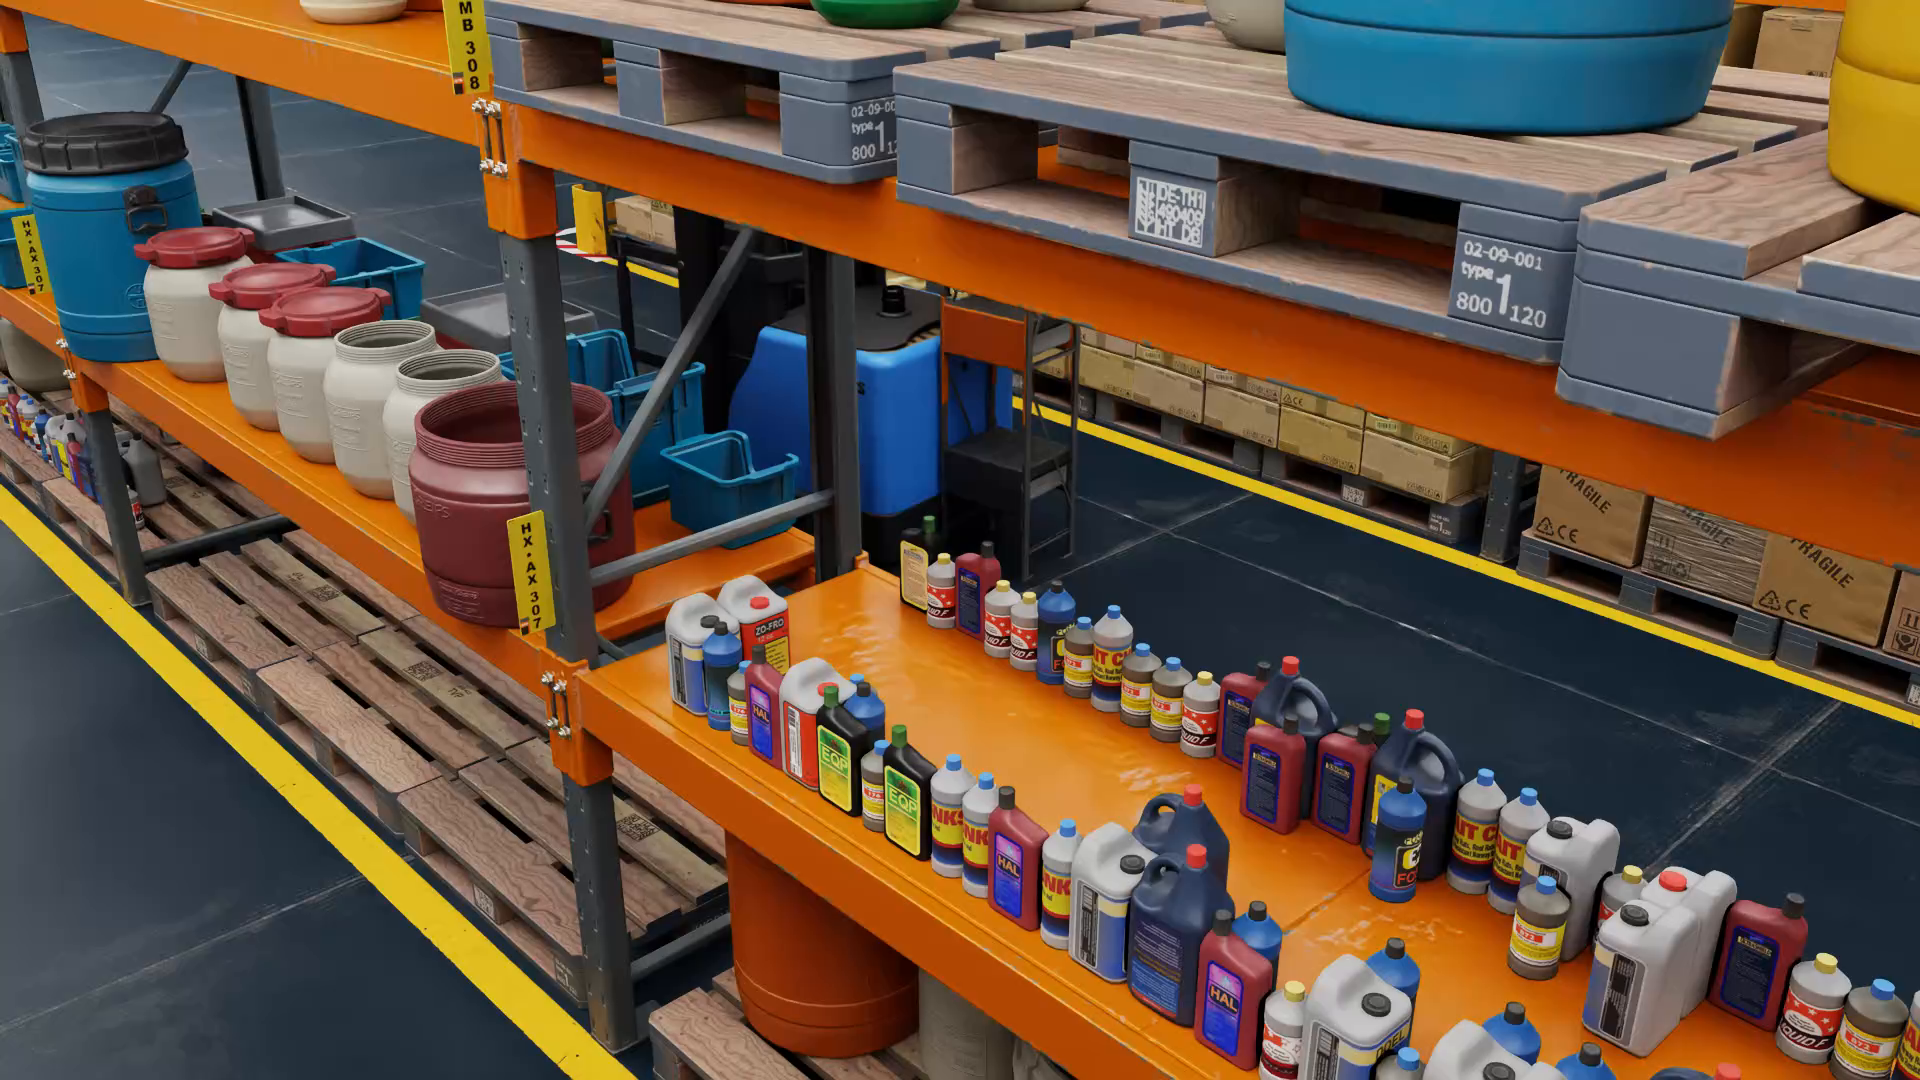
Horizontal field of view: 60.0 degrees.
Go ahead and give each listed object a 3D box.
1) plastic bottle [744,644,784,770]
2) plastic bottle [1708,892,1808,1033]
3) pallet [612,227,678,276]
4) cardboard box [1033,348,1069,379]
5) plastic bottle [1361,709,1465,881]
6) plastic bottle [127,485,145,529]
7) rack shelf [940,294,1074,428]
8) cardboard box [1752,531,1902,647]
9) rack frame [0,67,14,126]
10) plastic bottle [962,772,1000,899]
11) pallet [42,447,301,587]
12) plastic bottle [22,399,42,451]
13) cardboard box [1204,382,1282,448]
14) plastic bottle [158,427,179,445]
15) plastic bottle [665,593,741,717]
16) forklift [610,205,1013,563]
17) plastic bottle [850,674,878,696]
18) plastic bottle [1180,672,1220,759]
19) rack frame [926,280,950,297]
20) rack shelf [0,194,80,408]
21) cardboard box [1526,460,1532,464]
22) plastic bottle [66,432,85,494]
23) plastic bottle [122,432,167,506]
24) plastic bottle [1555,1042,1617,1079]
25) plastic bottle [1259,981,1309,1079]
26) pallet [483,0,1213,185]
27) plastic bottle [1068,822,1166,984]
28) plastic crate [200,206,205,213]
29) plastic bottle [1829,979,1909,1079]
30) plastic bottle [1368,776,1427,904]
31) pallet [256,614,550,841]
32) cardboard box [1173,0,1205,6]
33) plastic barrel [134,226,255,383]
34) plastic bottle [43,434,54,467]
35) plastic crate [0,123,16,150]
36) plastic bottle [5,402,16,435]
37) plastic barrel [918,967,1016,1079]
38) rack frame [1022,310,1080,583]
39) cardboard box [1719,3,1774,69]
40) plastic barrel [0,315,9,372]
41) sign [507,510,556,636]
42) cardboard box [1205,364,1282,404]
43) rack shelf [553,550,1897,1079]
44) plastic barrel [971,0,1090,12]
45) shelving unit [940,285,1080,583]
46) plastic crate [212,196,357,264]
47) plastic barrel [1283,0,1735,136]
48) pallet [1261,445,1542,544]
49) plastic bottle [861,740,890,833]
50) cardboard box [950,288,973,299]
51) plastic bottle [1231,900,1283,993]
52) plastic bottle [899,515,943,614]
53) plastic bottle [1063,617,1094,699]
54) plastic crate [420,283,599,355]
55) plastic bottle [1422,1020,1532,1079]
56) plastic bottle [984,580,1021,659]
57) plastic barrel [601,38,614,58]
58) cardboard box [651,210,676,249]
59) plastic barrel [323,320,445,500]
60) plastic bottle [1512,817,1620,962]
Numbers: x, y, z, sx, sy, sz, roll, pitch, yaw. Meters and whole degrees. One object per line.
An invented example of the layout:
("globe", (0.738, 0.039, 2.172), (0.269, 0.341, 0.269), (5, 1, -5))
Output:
("plastic bottle", (-0.446, 0.391, 3.920), (0.061, 0.283, 0.133), (-21, 32, -38))
("plastic bottle", (1.490, 0.766, 3.097), (0.061, 0.283, 0.133), (-21, 32, -38))
("pallet", (-1.994, -2.337, 13.118), (1.003, 0.211, 1.213), (-21, 32, -38))
("cardboard box", (0.630, -1.206, 10.086), (0.500, 0.250, 0.500), (-20, 31, -37))
("plastic bottle", (0.968, 0.529, 3.535), (0.144, 0.351, 0.185), (-21, 32, -38))
("plastic bottle", (-3.907, -0.158, 7.824), (0.097, 0.201, 0.097), (0, 25, 0))
("rack shelf", (0.230, -0.870, 7.661), (0.480, 0.518, 0.431), (18, 30, 35))
("cardboard box", (3.725, 0.065, 6.975), (0.500, 0.500, 0.500), (-22, 32, -39))
("rack frame", (-6.165, -2.421, 9.943), (1.000, 3.000, 0.127), (-21, 32, -38))
("plastic bottle", (0.053, 0.607, 3.461), (0.097, 0.271, 0.097), (0, 25, 0))
("pallet", (-3.860, -0.156, 8.338), (1.003, 0.211, 1.213), (-21, 32, -38))
("plastic bottle", (-4.851, -0.608, 8.726), (0.097, 0.271, 0.097), (0, 25, 0))
("cardboard box", (1.687, -0.740, 9.065), (0.500, 0.250, 0.500), (-20, 31, -37))
("plastic bottle", (-4.191, -0.669, 8.854), (0.152, 0.276, 0.135), (-21, 32, -38))
("plastic bottle", (-0.638, 0.282, 4.168), (0.152, 0.276, 0.135), (-21, 32, -38))
("forklift", (-1.182, -1.708, 8.462), (3.031, 2.935, 1.130), (19, 30, 35))
("plastic bottle", (-0.243, 0.415, 3.966), (0.097, 0.201, 0.097), (0, 25, 0))
("plastic bottle", (0.580, 0.411, 3.975), (0.097, 0.201, 0.097), (0, 25, 0))
("rack frame", (0.187, -2.613, 10.365), (1.000, 3.000, 0.127), (-21, 32, -38))
("rack shelf", (-4.798, -1.488, 8.764), (1.077, 0.370, 4.000), (-21, 32, -38))
("cardboard box", (2.777, -0.584, 8.722), (0.500, 0.250, 0.500), (-21, 32, -39))
("plastic bottle", (-4.355, -0.383, 8.218), (0.061, 0.283, 0.133), (-19, 30, -35))
("plastic bottle", (-3.977, -0.359, 8.083), (0.144, 0.351, 0.185), (-21, 32, -38))
("plastic bottle", (1.015, 0.941, 2.729), (0.097, 0.271, 0.097), (0, 25, 0))
("plastic bottle", (0.587, 0.875, 2.957), (0.097, 0.201, 0.097), (0, 25, 0))
("pallet", (-0.246, -1.017, 3.478), (1.003, 0.211, 1.213), (-21, 32, -38))
("plastic bottle", (0.310, 0.702, 3.247), (0.152, 0.276, 0.135), (-21, 32, -38))
("plastic crate", (-4.153, -1.604, 8.408), (0.450, 0.188, 0.662), (-21, 32, -38))
("plastic bottle", (1.622, 0.873, 2.961), (0.097, 0.201, 0.097), (0, 25, 0))
("plastic bottle", (0.909, 0.613, 3.448), (0.097, 0.271, 0.097), (0, 25, 0))
("pallet", (-2.028, 0.656, 6.558), (1.003, 0.211, 1.213), (-21, 32, -38))
("cardboard box", (2.214, -4.820, 14.454), (0.500, 0.500, 0.500), (-20, 31, -37))
("plastic barrel", (-2.937, -0.919, 6.487), (0.433, 0.535, 0.433), (0, 25, 0))
("plastic bottle", (-4.643, -0.484, 8.539), (0.097, 0.201, 0.097), (0, 25, 0))
("plastic crate", (-5.605, -2.287, 9.828), (0.499, 0.251, 0.616), (-21, 32, -38))
("plastic bottle", (-5.083, -0.679, 8.966), (0.097, 0.201, 0.097), (0, 25, 0))
("plastic barrel", (0.101, 1.232, 4.426), (0.421, 0.512, 0.421), (0, 25, 0))
("rack frame", (0.420, -0.819, 7.516), (0.015, 2.100, 0.400), (18, 30, 35))
("cardboard box", (5.338, -3.564, 11.798), (0.700, 0.500, 0.500), (-21, 32, -38))
("plastic barrel", (-5.660, -1.303, 9.983), (0.421, 0.512, 0.421), (0, 25, 0))
("sign", (-1.094, 0.086, 4.250), (0.100, 0.325, 0.005), (-21, 32, -38))
("cardboard box", (1.680, -0.995, 8.948), (0.500, 0.311, 0.500), (-21, 32, -39))
("rack shelf", (0.670, 0.936, 3.452), (1.077, 0.370, 4.000), (-21, 32, -38))
("plastic barrel", (0.143, -1.207, 3.328), (0.301, 0.262, 0.301), (0, 25, 0))
("shelving unit", (0.230, -0.883, 7.655), (0.503, 2.100, 0.431), (18, 30, 35))
("plastic crate", (-2.877, -1.179, 7.142), (0.402, 0.464, 0.583), (-21, 32, -38))
("plastic barrel", (0.758, -1.043, 2.199), (0.600, 0.901, 0.708), (-21, 32, -38))
("pallet", (2.387, -0.393, 8.858), (1.003, 0.211, 1.213), (-21, 32, -38))
("plastic bottle", (-0.171, 0.539, 3.693), (0.097, 0.201, 0.097), (0, 25, 0))
("cardboard box", (0.288, -1.613, 10.302), (0.500, 0.311, 0.500), (-21, 32, -38))
("plastic bottle", (0.540, 0.786, 3.069), (0.097, 0.271, 0.097), (0, 25, 0))
("plastic bottle", (-0.109, 0.057, 4.651), (0.061, 0.283, 0.133), (-21, 32, -38))
("plastic bottle", (0.313, 0.293, 4.233), (0.097, 0.201, 0.097), (0, 25, 0))
("plastic crate", (-1.578, -0.603, 5.881), (0.402, 0.464, 0.583), (-21, 32, -38))
("plastic bottle", (0.845, 0.939, 2.727), (0.152, 0.276, 0.135), (-21, 32, -38))
("plastic bottle", (0.114, 0.204, 4.427), (0.097, 0.201, 0.097), (0, 25, 0))
("plastic barrel", (-0.903, -1.352, 4.172), (0.294, 0.245, 0.294), (0, 25, 0))
("cardboard box", (-1.998, -2.389, 12.680), (0.500, 0.250, 0.500), (-21, 32, -38))
("plastic barrel", (-1.844, -0.427, 5.437), (0.421, 0.512, 0.421), (0, 25, 0))
("plastic bottle", (1.207, 0.672, 3.313), (0.152, 0.276, 0.135), (-21, 32, -38))
